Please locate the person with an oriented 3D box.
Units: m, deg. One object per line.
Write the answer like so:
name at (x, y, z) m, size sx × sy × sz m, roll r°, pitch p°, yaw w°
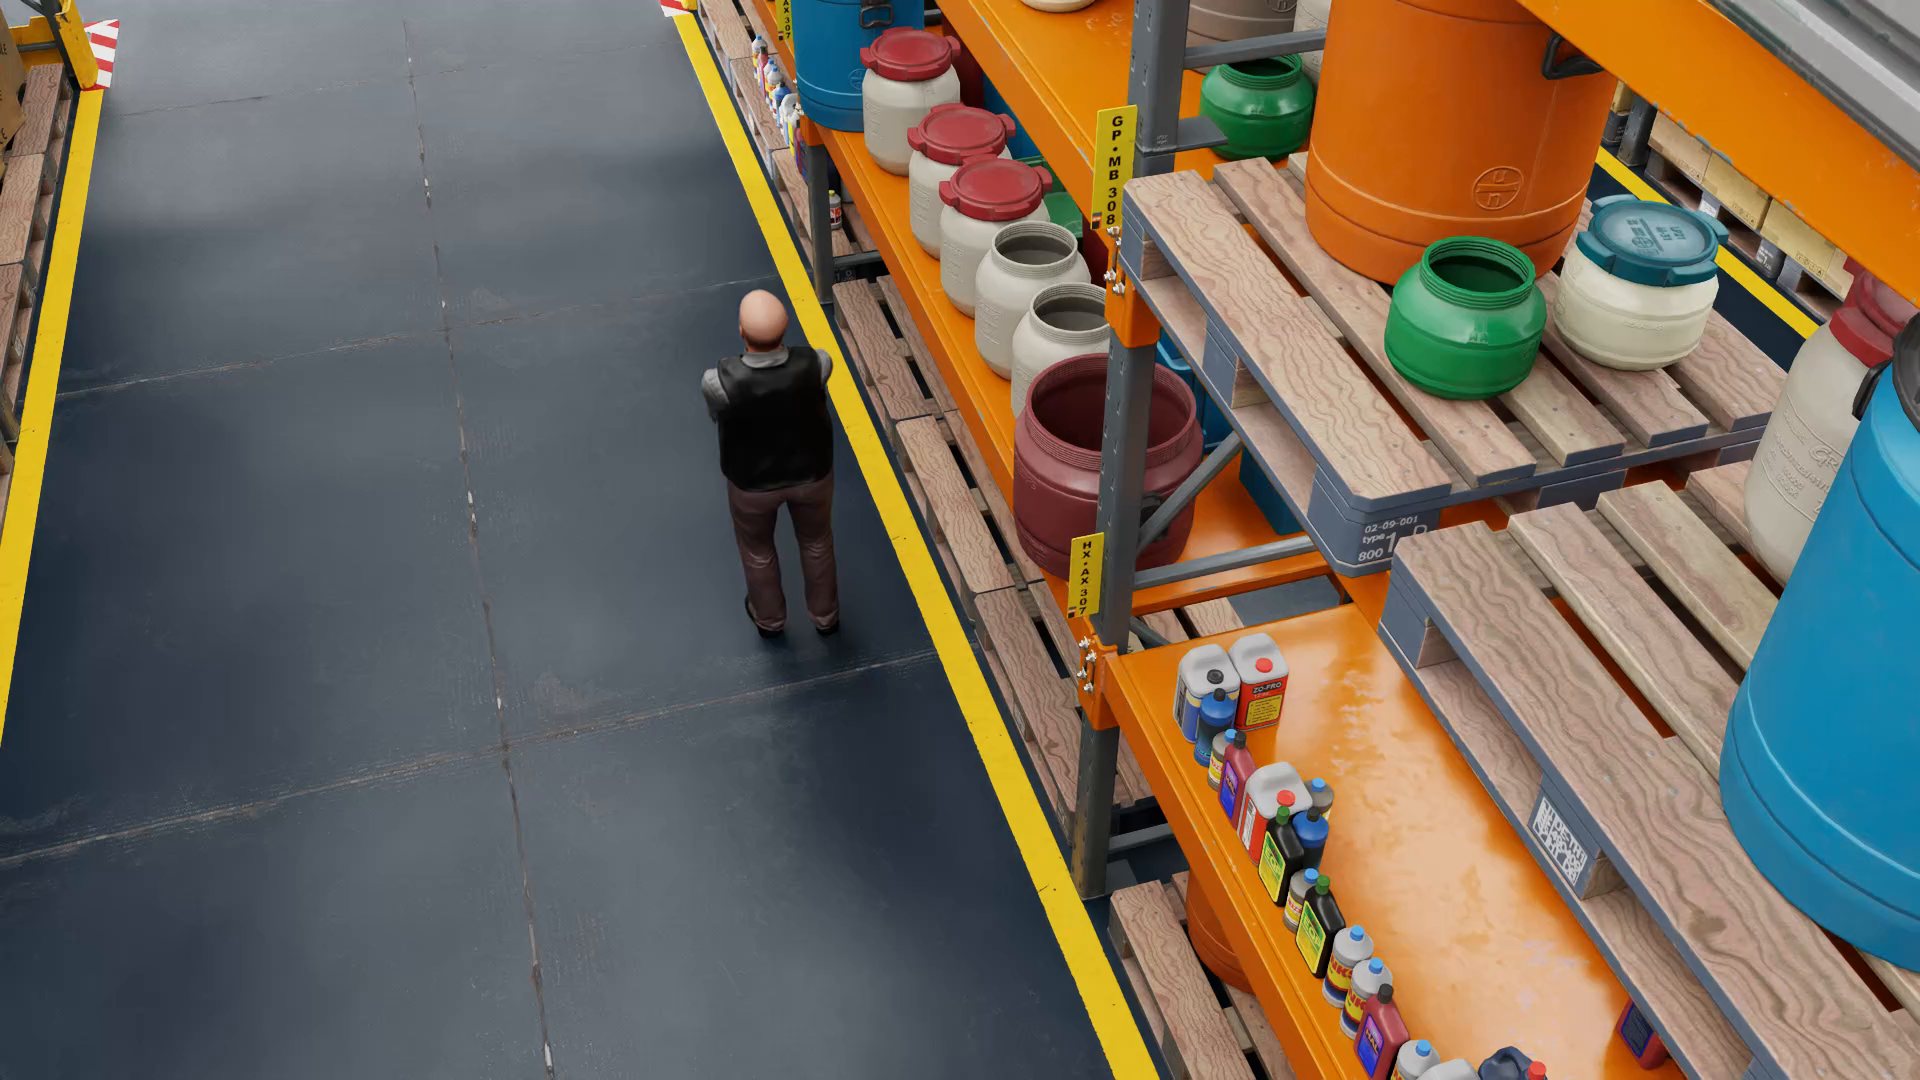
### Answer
person at (-0.720, -0.312, 6.523) m, size 0.537 × 1.725 × 0.508 m, roll -12°, pitch 43°, yaw -13°
